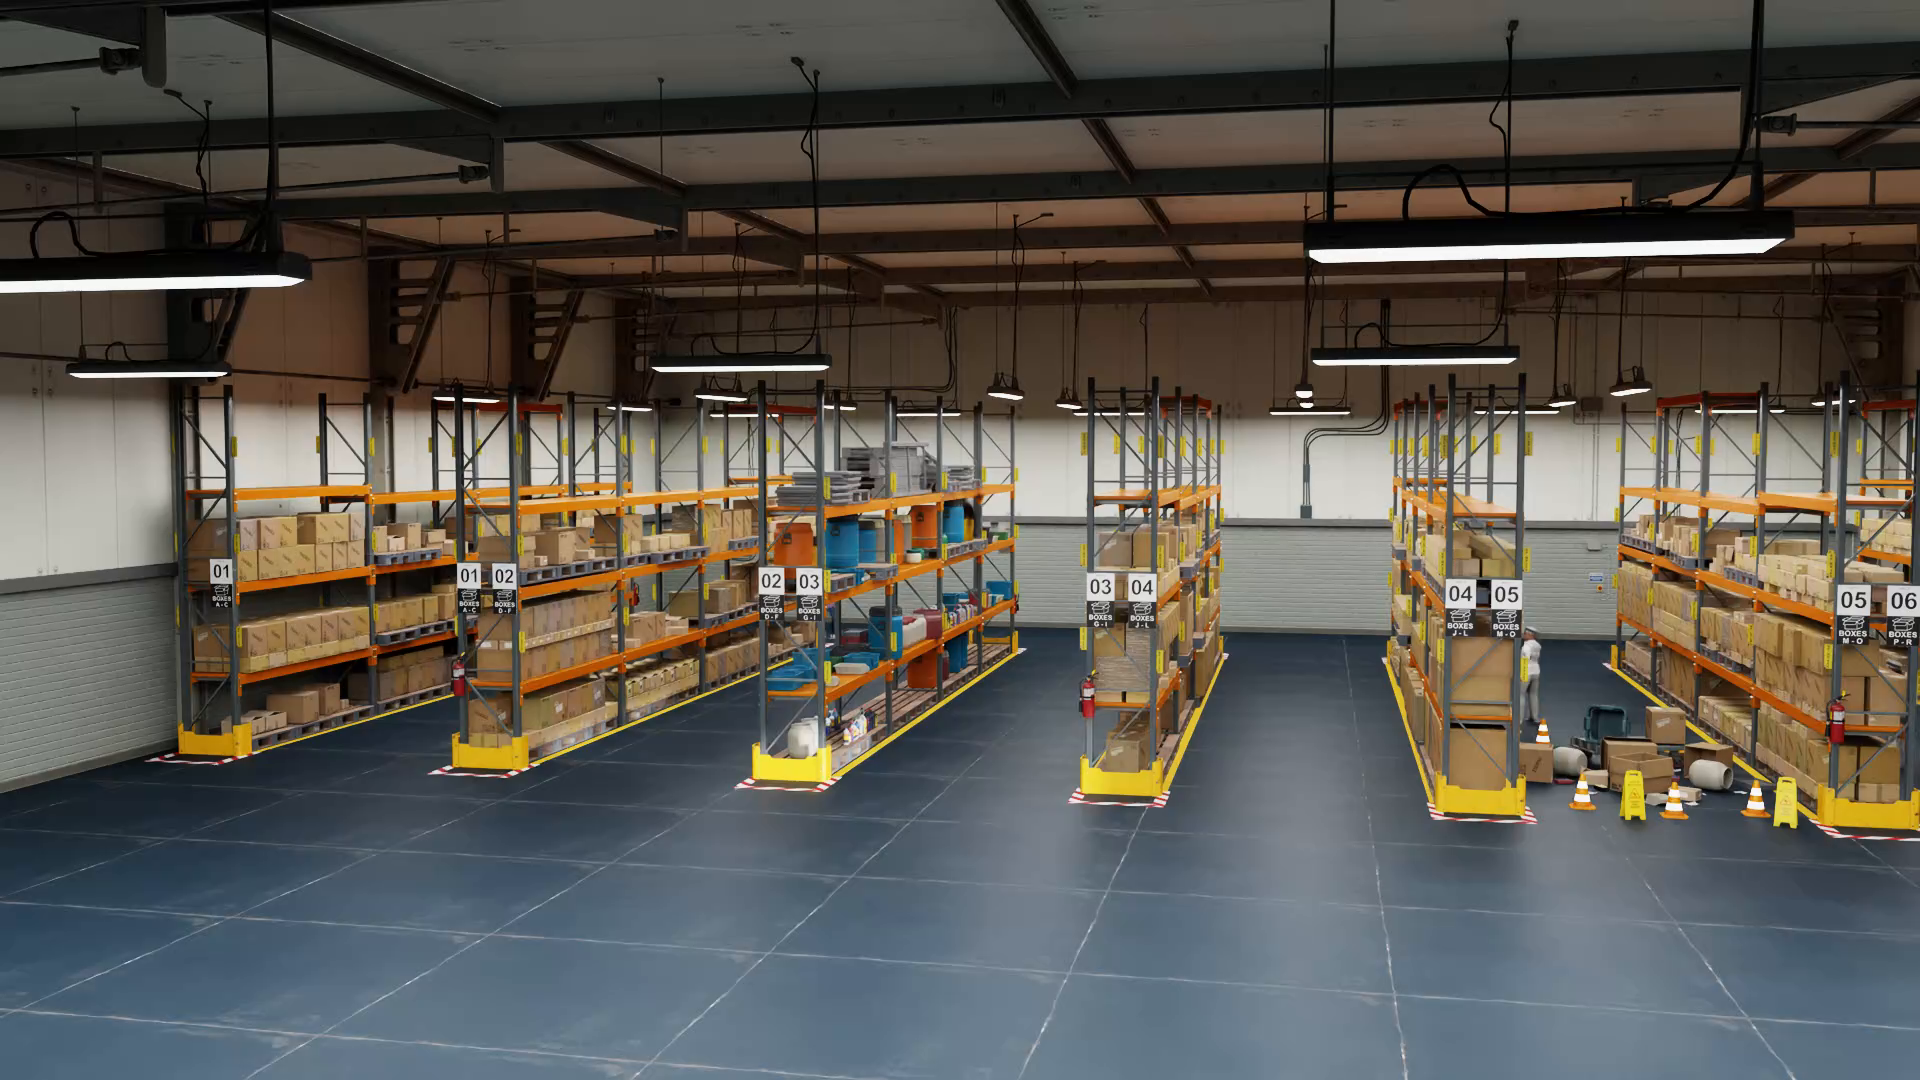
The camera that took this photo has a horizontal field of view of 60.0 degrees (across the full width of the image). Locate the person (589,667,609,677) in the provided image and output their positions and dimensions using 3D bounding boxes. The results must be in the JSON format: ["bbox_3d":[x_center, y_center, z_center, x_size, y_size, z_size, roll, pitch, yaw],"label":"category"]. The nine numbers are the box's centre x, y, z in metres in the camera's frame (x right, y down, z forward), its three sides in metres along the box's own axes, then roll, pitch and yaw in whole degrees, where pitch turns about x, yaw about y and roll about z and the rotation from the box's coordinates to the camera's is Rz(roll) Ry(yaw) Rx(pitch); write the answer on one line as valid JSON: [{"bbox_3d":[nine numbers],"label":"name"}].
[{"bbox_3d":[-7.382,2.231,33.895,0.550,1.716,0.534,-3,4,-44],"label":"person"}]

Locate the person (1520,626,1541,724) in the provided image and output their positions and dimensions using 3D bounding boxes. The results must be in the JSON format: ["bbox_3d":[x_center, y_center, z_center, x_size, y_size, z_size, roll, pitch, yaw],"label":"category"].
[{"bbox_3d":[10.271,2.447,30.110,0.587,1.791,0.410,-1,4,-24],"label":"person"}]

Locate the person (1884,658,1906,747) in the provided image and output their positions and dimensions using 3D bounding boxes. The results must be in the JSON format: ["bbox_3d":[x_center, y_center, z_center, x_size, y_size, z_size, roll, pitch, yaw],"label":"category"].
[{"bbox_3d":[14.723,2.731,26.209,0.642,1.708,0.612,1,3,16],"label":"person"}]

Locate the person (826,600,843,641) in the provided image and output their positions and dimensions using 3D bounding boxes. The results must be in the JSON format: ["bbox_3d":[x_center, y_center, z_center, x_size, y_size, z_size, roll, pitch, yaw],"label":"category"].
[{"bbox_3d":[-3.248,1.784,43.111,0.436,1.622,0.487,-2,4,-36],"label":"person"}]
